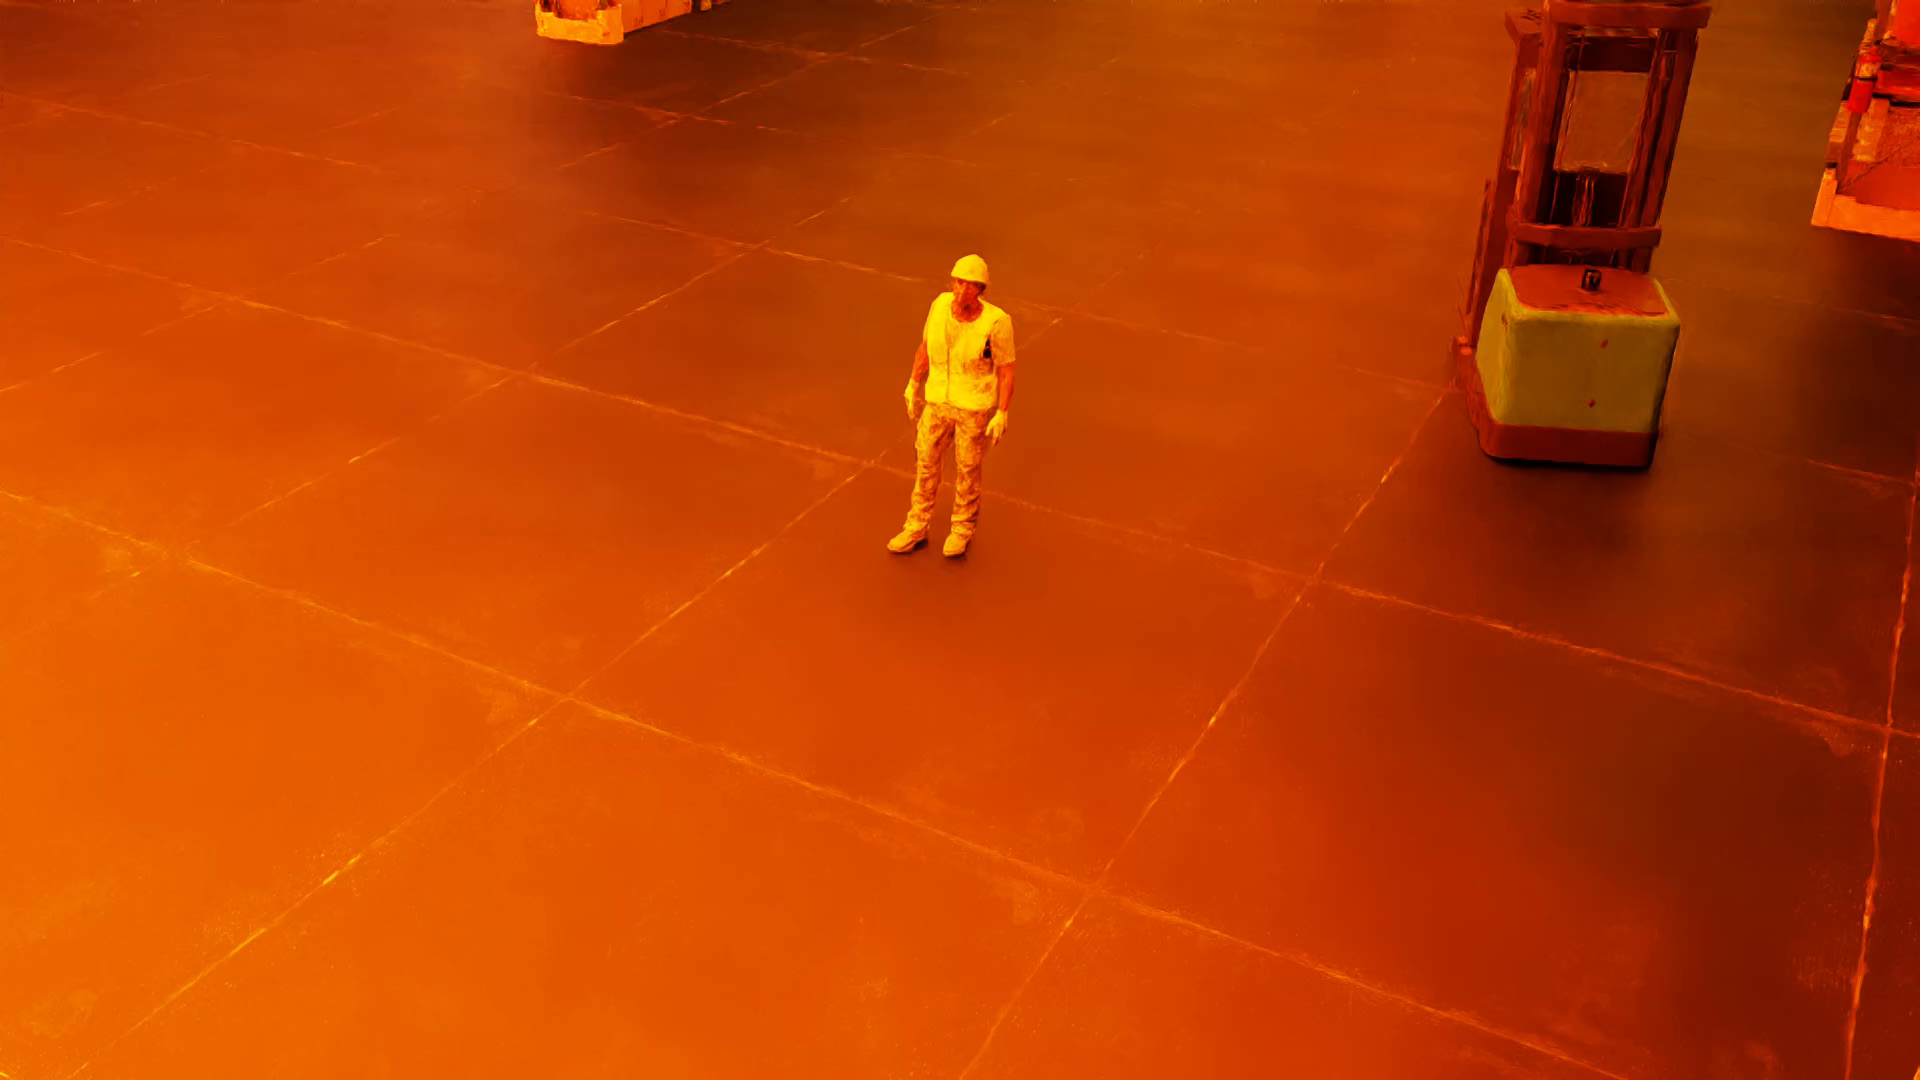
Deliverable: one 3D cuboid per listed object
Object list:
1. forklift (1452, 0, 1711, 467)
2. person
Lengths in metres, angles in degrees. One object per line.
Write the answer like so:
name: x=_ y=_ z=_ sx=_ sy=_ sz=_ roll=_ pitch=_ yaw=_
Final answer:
forklift: x=4.167 y=-2.454 z=11.323 sx=1.130 sy=2.935 sz=3.031 roll=4 pitch=30 yaw=8
person: x=-0.042 y=-0.749 z=9.502 sx=0.655 sy=1.782 sz=0.576 roll=15 pitch=33 yaw=25
